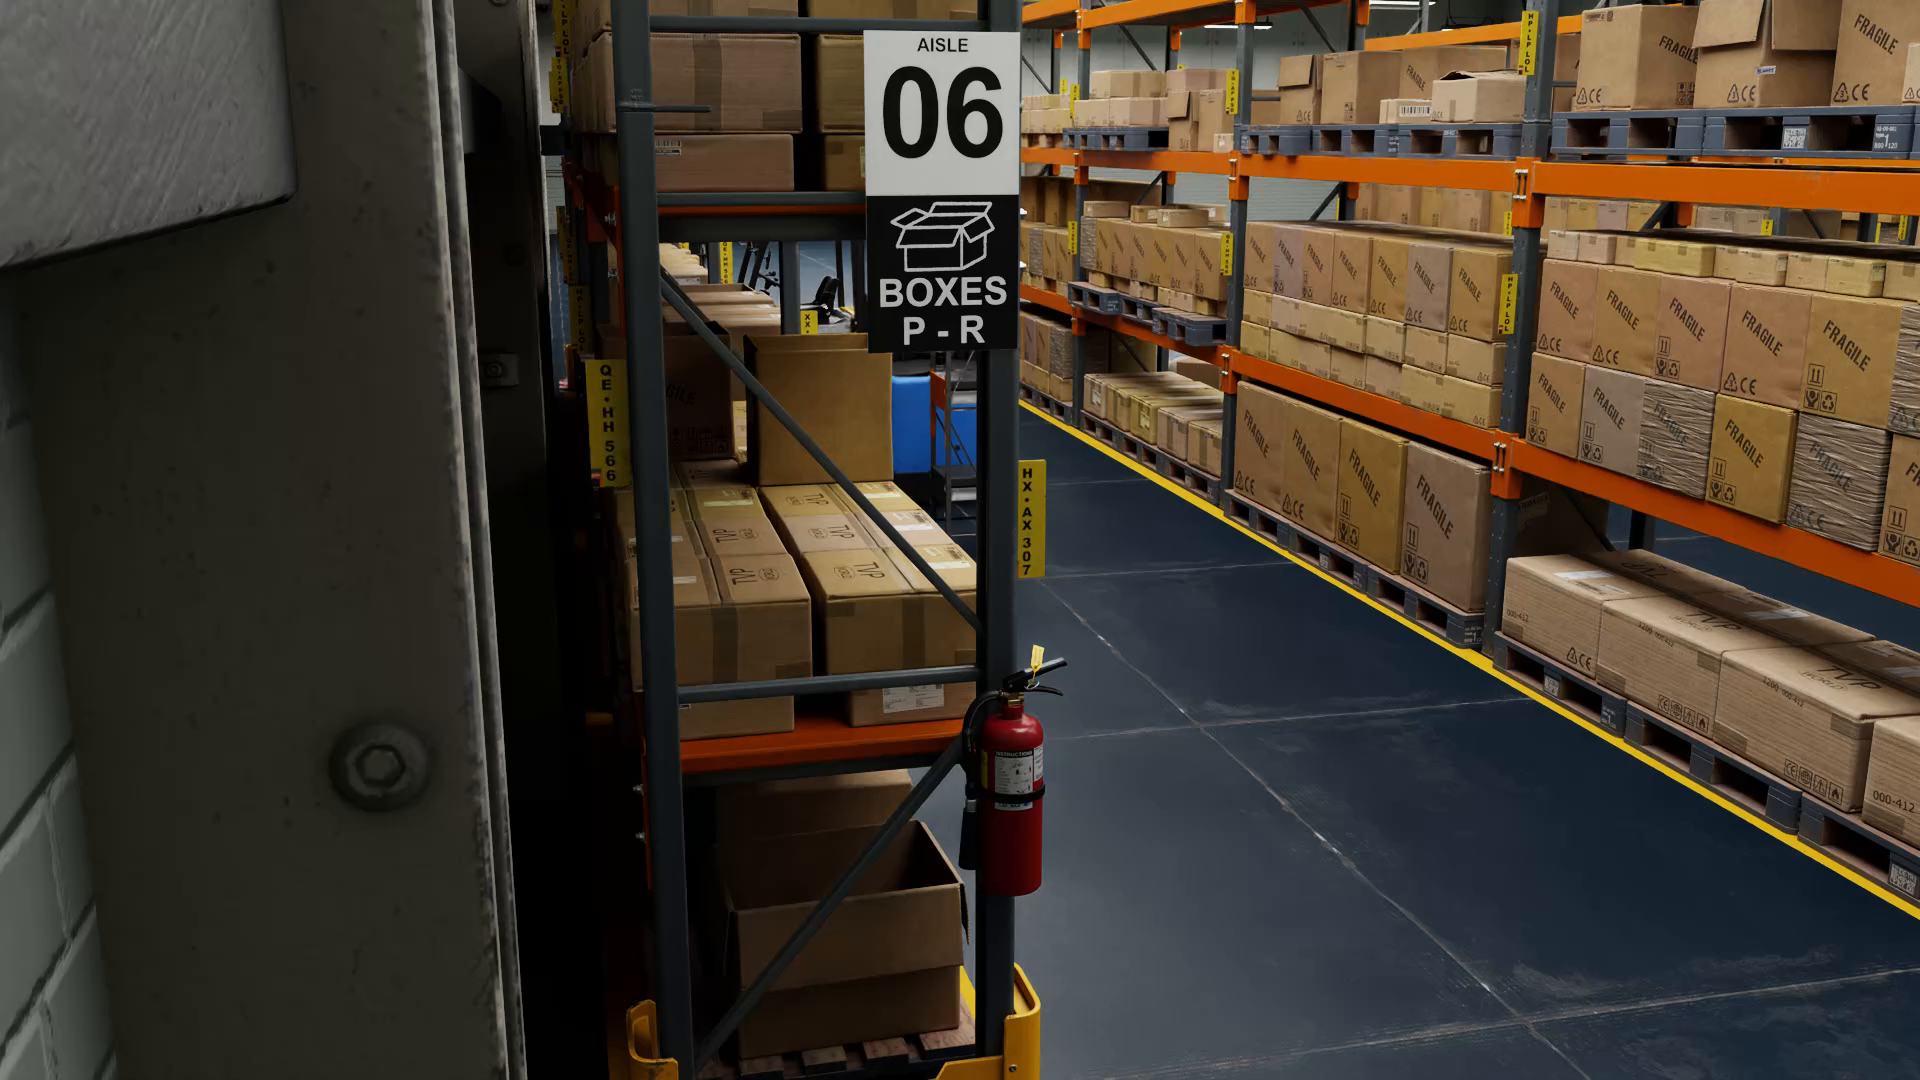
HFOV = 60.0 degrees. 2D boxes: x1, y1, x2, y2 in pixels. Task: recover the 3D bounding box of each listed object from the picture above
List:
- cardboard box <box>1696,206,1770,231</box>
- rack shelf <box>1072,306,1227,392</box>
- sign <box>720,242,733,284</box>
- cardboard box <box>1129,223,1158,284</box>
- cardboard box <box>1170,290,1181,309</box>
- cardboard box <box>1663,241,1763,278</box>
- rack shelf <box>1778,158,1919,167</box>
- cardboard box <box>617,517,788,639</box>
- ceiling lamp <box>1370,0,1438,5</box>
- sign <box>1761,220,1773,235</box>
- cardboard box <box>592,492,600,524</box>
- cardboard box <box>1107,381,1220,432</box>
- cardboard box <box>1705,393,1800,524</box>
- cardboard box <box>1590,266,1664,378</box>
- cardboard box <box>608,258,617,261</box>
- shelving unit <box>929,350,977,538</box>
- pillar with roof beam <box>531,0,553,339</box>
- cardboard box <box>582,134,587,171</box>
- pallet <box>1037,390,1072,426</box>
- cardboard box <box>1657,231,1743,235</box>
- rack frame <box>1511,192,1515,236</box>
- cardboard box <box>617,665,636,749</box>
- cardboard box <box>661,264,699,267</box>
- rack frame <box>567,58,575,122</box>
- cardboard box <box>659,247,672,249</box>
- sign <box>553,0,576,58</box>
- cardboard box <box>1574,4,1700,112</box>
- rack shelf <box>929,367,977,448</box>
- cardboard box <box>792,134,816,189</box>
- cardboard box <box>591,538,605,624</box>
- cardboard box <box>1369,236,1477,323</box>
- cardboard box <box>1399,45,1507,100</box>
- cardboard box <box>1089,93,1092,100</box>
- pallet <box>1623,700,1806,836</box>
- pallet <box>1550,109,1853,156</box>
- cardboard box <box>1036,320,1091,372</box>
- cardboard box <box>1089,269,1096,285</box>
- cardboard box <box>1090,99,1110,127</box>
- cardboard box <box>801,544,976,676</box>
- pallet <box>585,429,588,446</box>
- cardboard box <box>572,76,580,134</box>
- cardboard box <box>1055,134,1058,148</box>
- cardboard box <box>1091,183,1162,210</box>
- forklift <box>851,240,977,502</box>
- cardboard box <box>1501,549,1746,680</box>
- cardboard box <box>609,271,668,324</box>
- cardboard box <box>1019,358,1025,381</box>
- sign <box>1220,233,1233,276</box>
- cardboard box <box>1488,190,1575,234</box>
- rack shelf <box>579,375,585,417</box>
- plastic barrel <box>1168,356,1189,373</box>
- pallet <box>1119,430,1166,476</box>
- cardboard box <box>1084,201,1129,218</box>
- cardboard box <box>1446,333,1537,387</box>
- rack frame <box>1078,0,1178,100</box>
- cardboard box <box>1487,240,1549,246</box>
[{"bbox_3d":[7.173,-2.782,15.175,0.700,0.500,0.500,-3,14,-14],"label":"cardboard box"},{"bbox_3d":[2.131,-1.839,15.152,1.077,0.370,4.000,-3,14,-13],"label":"rack shelf"},{"bbox_3d":[-1.698,-2.006,12.046,0.100,0.325,0.005,-3,14,-13],"label":"sign"},{"bbox_3d":[1.845,-2.575,14.924,0.500,0.500,0.500,-4,14,-15],"label":"cardboard box"},{"bbox_3d":[2.008,-2.044,14.117,0.380,0.149,0.250,-4,14,-16],"label":"cardboard box"},{"bbox_3d":[3.572,-1.328,7.860,0.380,0.149,0.250,-4,14,-15],"label":"cardboard box"},{"bbox_3d":[7.858,-2.673,12.243,1.077,0.370,4.000,-3,14,-13],"label":"rack shelf"},{"bbox_3d":[-0.830,0.114,5.331,0.500,0.250,0.500,-3,14,-13],"label":"cardboard box"},{"bbox_3d":[9.849,-13.832,37.785,2.000,3.185,0.800,-3,14,-13],"label":"ceiling lamp"},{"bbox_3d":[6.850,-2.557,14.135,0.100,0.325,0.005,-3,14,-13],"label":"sign"},{"bbox_3d":[-1.996,-0.197,9.929,0.380,0.149,0.250,-3,14,-12],"label":"cardboard box"},{"bbox_3d":[1.959,-1.291,16.044,0.950,0.372,0.625,-2,14,-10],"label":"cardboard box"},{"bbox_3d":[3.742,-0.380,7.452,0.500,0.500,0.500,-3,14,-12],"label":"cardboard box"},{"bbox_3d":[3.529,-1.099,8.287,0.500,0.500,0.500,-3,14,-14],"label":"cardboard box"},{"bbox_3d":[-2.876,-2.231,13.659,0.380,0.149,0.250,-3,14,-12],"label":"cardboard box"},{"bbox_3d":[0.039,-0.982,12.022,0.431,2.100,0.503,-3,14,-13],"label":"shelving unit"},{"bbox_3d":[-2.039,-7.623,24.668,9.100,9.000,0.400,-3,14,-13],"label":"pillar with roof beam"},{"bbox_3d":[-1.410,-1.650,7.071,0.380,0.149,0.250,-3,14,-13],"label":"cardboard box"},{"bbox_3d":[1.469,-1.449,17.912,1.003,0.211,1.213,-3,14,-13],"label":"pallet"},{"bbox_3d":[3.878,-1.534,8.701,0.380,0.149,0.250,-3,14,-12],"label":"cardboard box"},{"bbox_3d":[6.449,-2.950,18.180,1.000,3.000,0.127,-3,14,-13],"label":"rack frame"},{"bbox_3d":[-1.358,0.741,7.856,0.500,0.311,0.500,-3,14,-11],"label":"cardboard box"},{"bbox_3d":[-2.235,-2.083,13.054,0.380,0.149,0.250,-3,14,-13],"label":"cardboard box"},{"bbox_3d":[-2.223,-4.364,11.330,1.000,3.000,0.127,-3,14,-13],"label":"rack frame"},{"bbox_3d":[-2.782,-2.552,14.975,0.380,0.149,0.250,-3,14,-13],"label":"cardboard box"},{"bbox_3d":[-1.822,-2.395,7.671,0.100,0.325,0.005,-3,14,-13],"label":"sign"},{"bbox_3d":[3.474,-2.416,8.368,0.500,0.500,0.500,-3,14,-12],"label":"cardboard box"},{"bbox_3d":[0.039,-0.969,12.025,0.431,0.518,0.480,-3,14,-13],"label":"rack shelf"},{"bbox_3d":[-0.280,-1.085,4.757,0.380,0.149,0.250,-3,14,-12],"label":"cardboard box"},{"bbox_3d":[-1.795,0.271,9.378,0.500,0.500,0.500,-4,14,-16],"label":"cardboard box"},{"bbox_3d":[2.963,-1.665,10.605,0.500,0.500,0.500,-3,14,-11],"label":"cardboard box"},{"bbox_3d":[3.297,-3.047,11.162,0.500,0.500,0.500,-3,14,-13],"label":"cardboard box"},{"bbox_3d":[1.375,-4.434,16.783,0.380,0.149,0.250,-3,14,-12],"label":"cardboard box"},{"bbox_3d":[3.933,1.012,7.842,1.003,0.211,1.213,-3,14,-13],"label":"pallet"},{"bbox_3d":[3.722,-2.029,8.280,1.003,0.211,1.213,-3,14,-13],"label":"pallet"},{"bbox_3d":[1.140,-2.122,18.120,0.500,0.500,0.500,-3,14,-12],"label":"cardboard box"},{"bbox_3d":[1.484,-2.587,16.341,0.380,0.149,0.250,-3,14,-12],"label":"cardboard box"},{"bbox_3d":[1.529,-3.964,15.445,0.500,0.250,0.500,-3,14,-14],"label":"cardboard box"},{"bbox_3d":[-0.189,0.204,4.960,0.500,0.250,0.500,-3,14,-13],"label":"cardboard box"},{"bbox_3d":[-2.952,-0.850,15.463,1.003,0.211,1.213,-3,14,-13],"label":"pallet"},{"bbox_3d":[-1.441,-1.923,7.349,0.500,0.250,0.500,-4,14,-14],"label":"cardboard box"},{"bbox_3d":[1.220,-4.223,17.602,0.380,0.149,0.250,-4,14,-15],"label":"cardboard box"},{"bbox_3d":[1.769,-3.443,17.254,0.700,0.500,0.500,-3,14,-14],"label":"cardboard box"},{"bbox_3d":[-0.401,-2.025,14.540,1.130,2.935,3.031,-3,14,-12],"label":"forklift"},{"bbox_3d":[3.583,0.387,9.038,0.875,0.438,0.875,-3,14,-14],"label":"cardboard box"},{"bbox_3d":[-2.254,-1.575,11.458,0.500,0.500,0.500,-3,14,-11],"label":"cardboard box"},{"bbox_3d":[0.896,-1.996,19.187,0.500,0.250,0.500,-2,14,-9],"label":"cardboard box"},{"bbox_3d":[2.076,-2.219,12.917,0.100,0.325,0.005,-3,14,-13],"label":"sign"},{"bbox_3d":[6.396,-3.634,18.390,0.875,0.550,0.550,-3,14,-13],"label":"cardboard box"},{"bbox_3d":[-2.693,-1.562,14.016,1.077,0.370,4.000,-3,14,-13],"label":"rack shelf"},{"bbox_3d":[2.679,-1.929,19.433,0.512,0.421,0.421,7,15,26],"label":"plastic barrel"},{"bbox_3d":[2.136,-0.834,15.397,1.003,0.211,1.213,-3,14,-13],"label":"pallet"},{"bbox_3d":[1.428,-3.234,16.256,0.380,0.149,0.250,-3,14,-13],"label":"cardboard box"},{"bbox_3d":[3.200,-1.063,9.720,0.500,0.250,0.500,-3,14,-13],"label":"cardboard box"},{"bbox_3d":[1.661,-5.565,16.243,1.000,3.000,0.127,-3,14,-13],"label":"rack frame"},{"bbox_3d":[3.570,-1.572,10.225,0.500,0.500,0.500,-3,14,-14],"label":"cardboard box"}]
